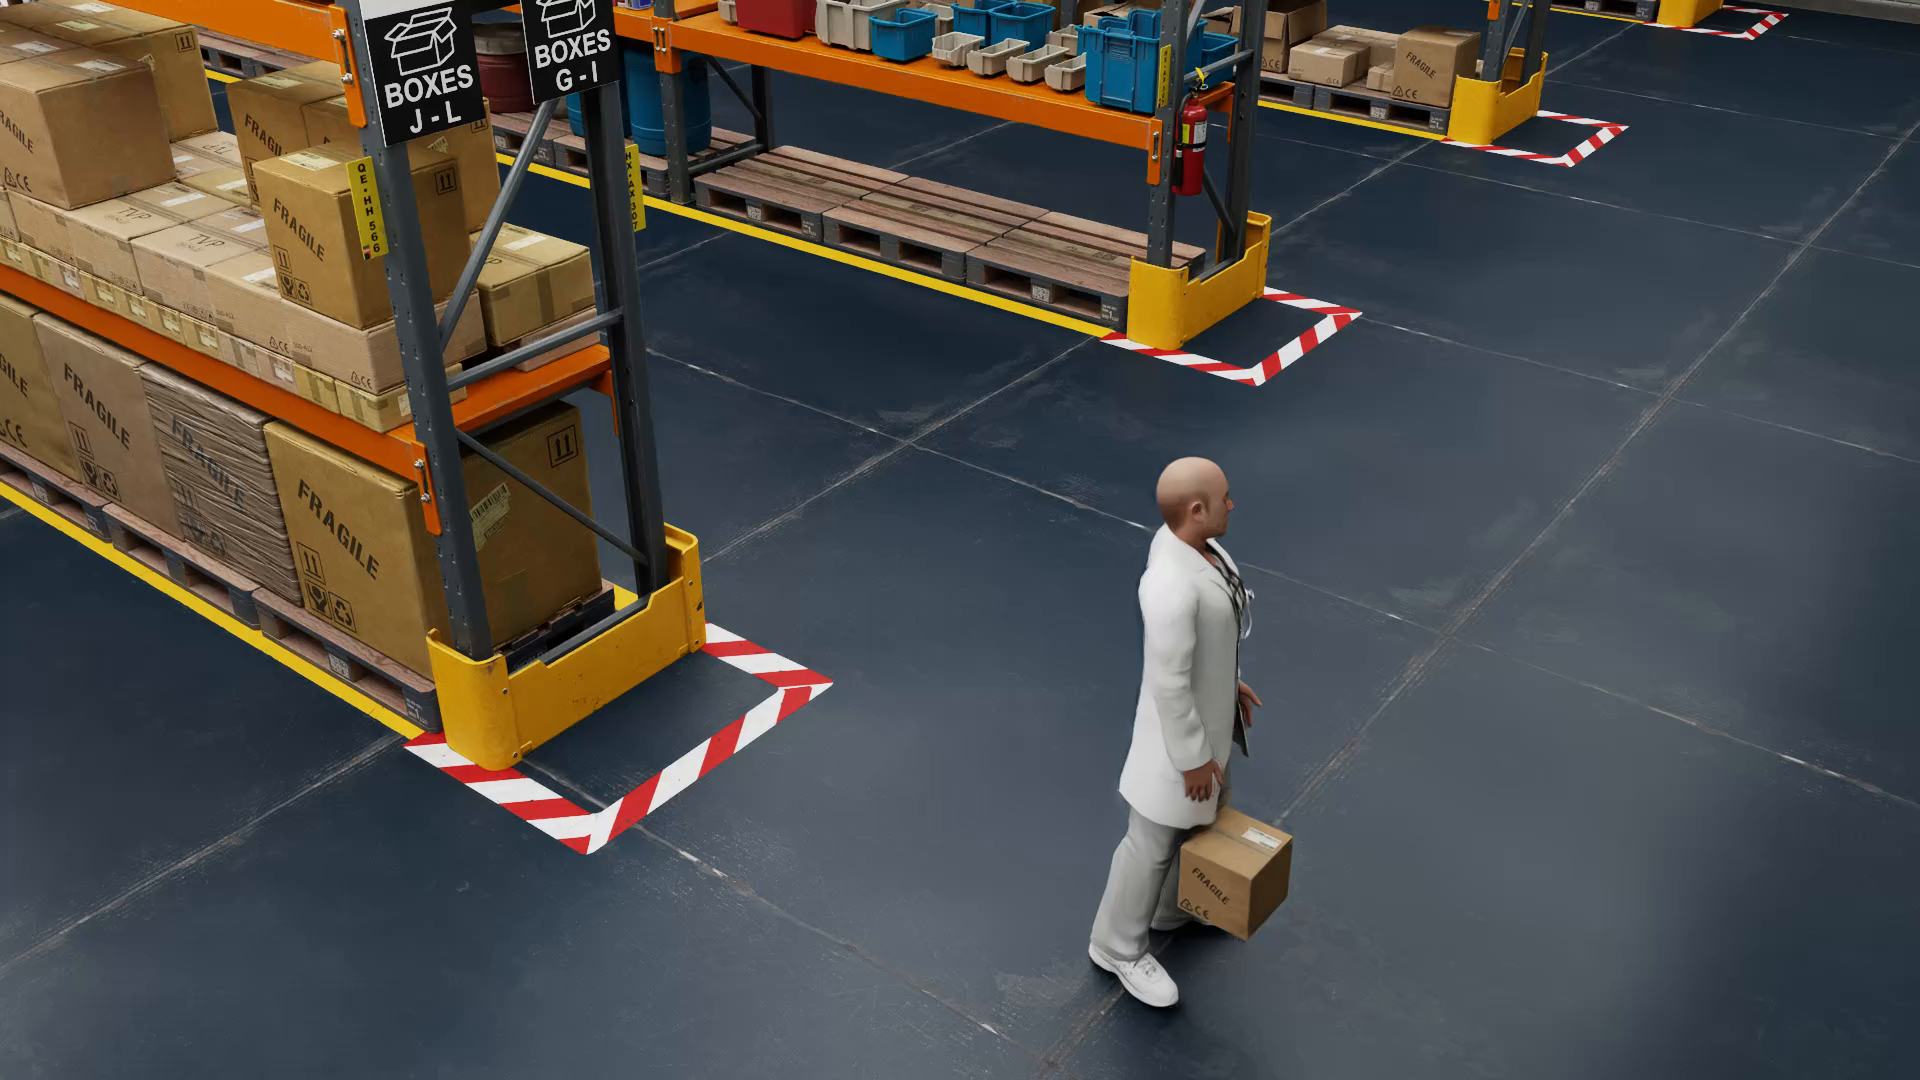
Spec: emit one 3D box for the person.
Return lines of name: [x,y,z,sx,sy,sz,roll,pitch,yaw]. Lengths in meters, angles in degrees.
person: [0.704,0.594,5.141,0.507,1.773,0.650,7,31,12]
